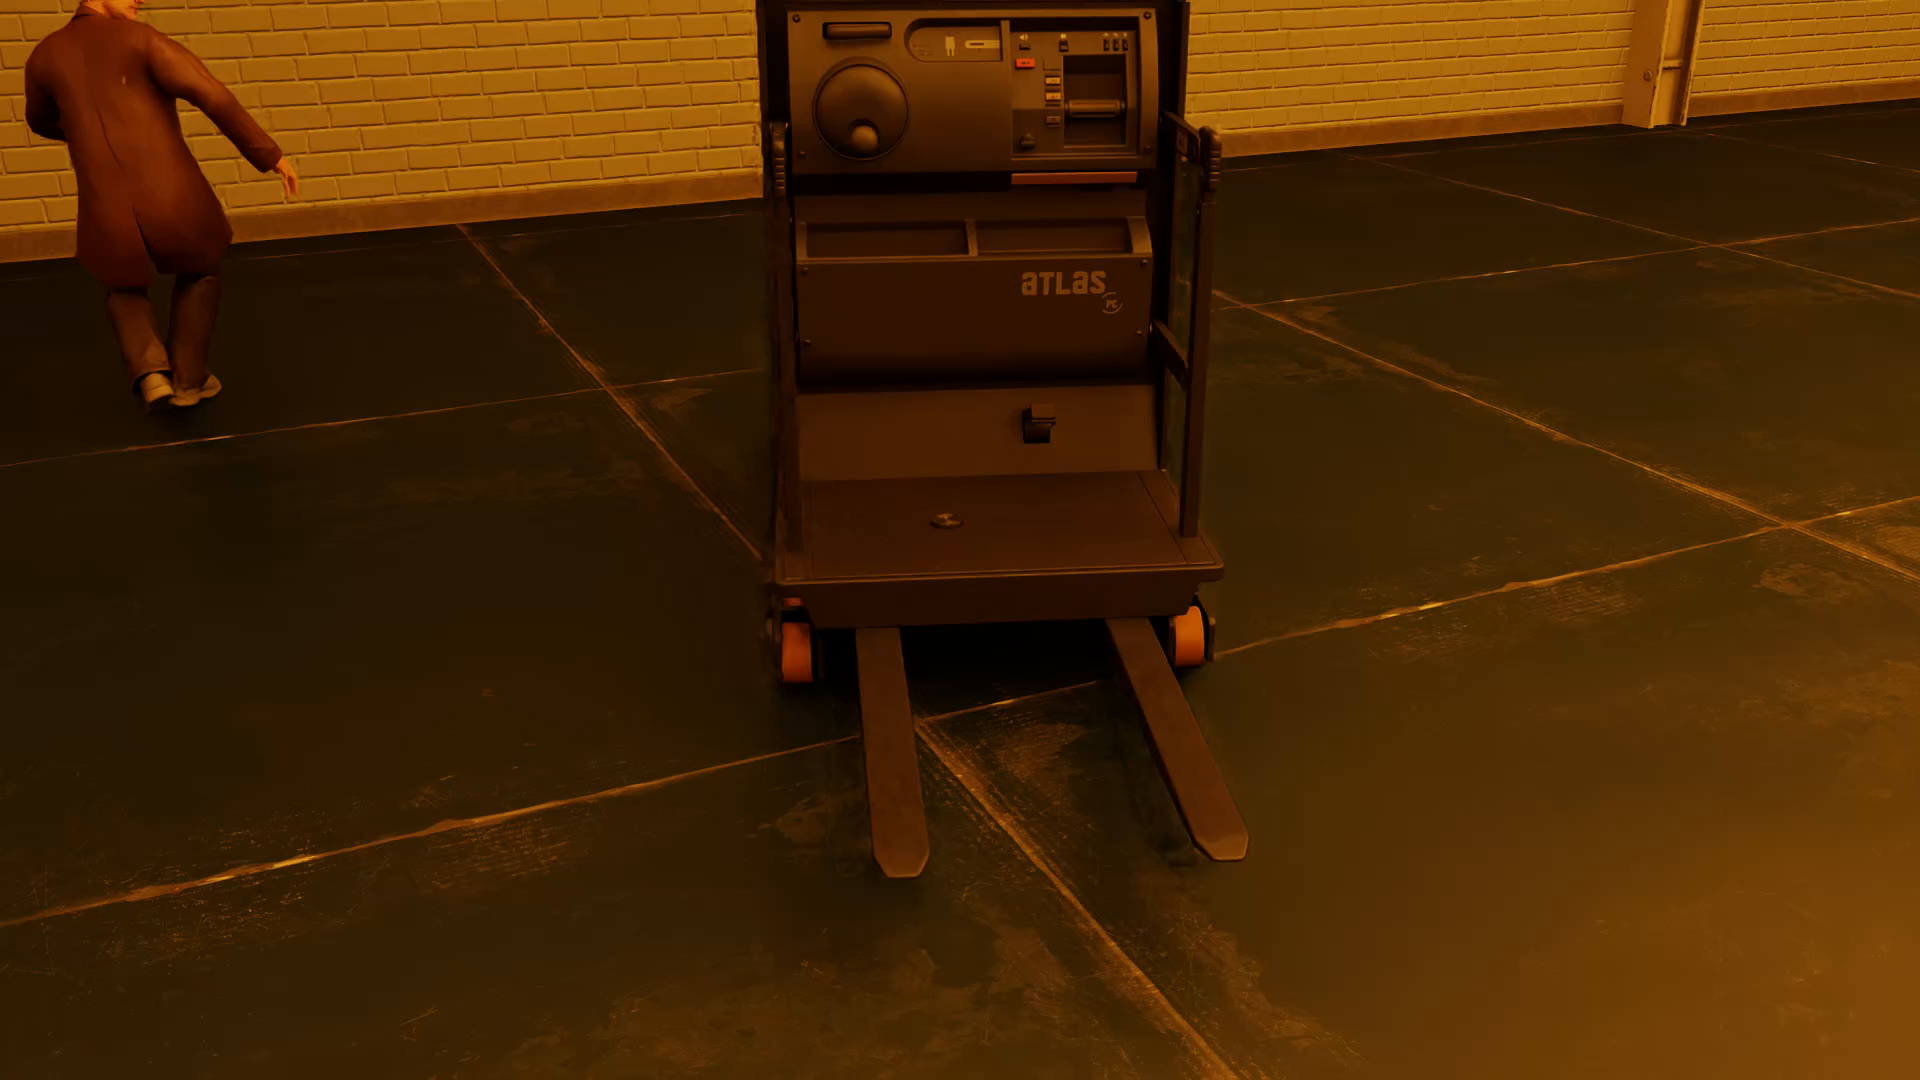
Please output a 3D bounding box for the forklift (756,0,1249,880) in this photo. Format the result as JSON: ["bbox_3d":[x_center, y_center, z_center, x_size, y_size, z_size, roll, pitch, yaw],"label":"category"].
[{"bbox_3d":[0.058,-1.120,3.983,1.130,2.935,3.031,-2,23,-5],"label":"forklift"}]

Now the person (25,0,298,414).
[{"bbox_3d":[-2.867,-1.266,6.025,0.918,1.645,0.894,-3,23,-7],"label":"person"}]
